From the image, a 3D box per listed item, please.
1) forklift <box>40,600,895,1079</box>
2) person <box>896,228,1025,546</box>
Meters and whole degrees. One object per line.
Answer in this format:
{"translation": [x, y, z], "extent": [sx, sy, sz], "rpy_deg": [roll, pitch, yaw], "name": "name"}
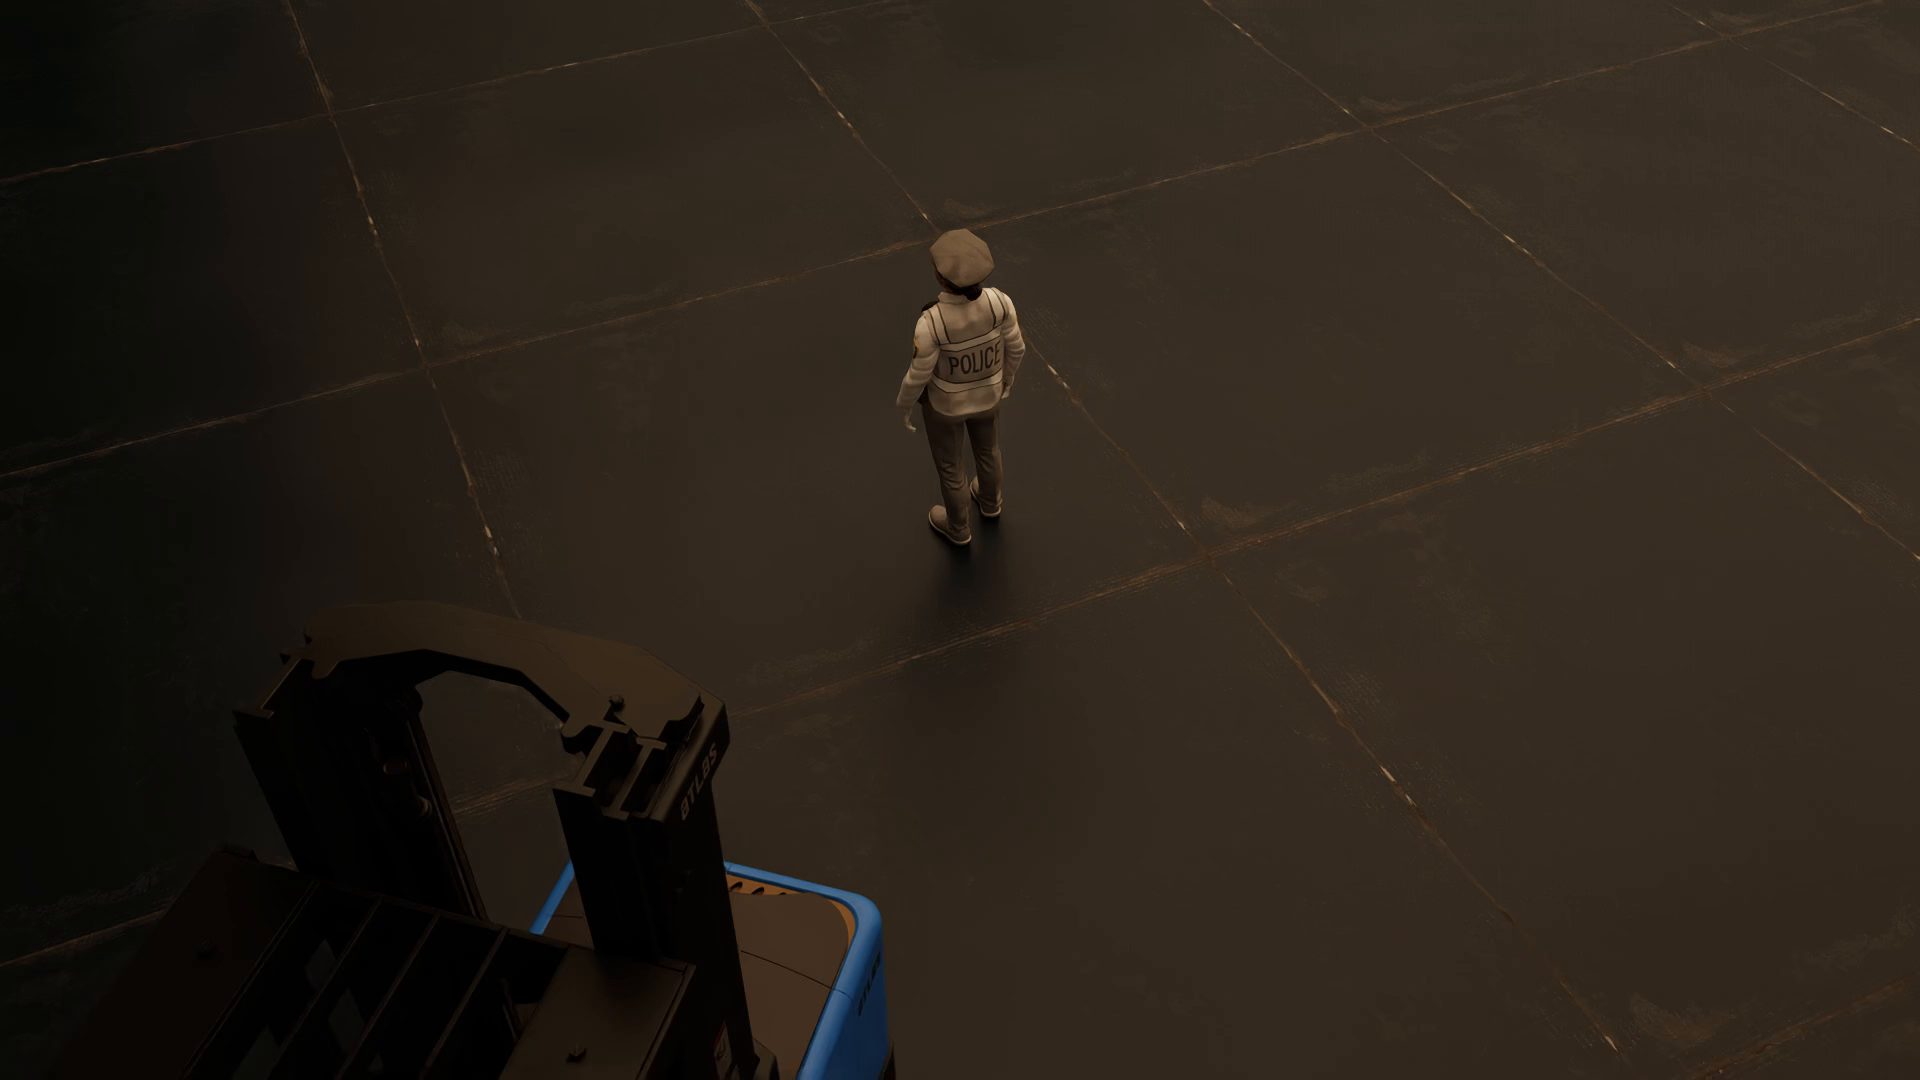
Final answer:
{"translation": [-1.124, 1.688, 3.872], "extent": [1.130, 2.935, 3.031], "rpy_deg": [11, 44, 12], "name": "forklift"}
{"translation": [-0.022, -0.669, 7.293], "extent": [0.586, 1.694, 0.531], "rpy_deg": [-18, 46, -18], "name": "person"}
